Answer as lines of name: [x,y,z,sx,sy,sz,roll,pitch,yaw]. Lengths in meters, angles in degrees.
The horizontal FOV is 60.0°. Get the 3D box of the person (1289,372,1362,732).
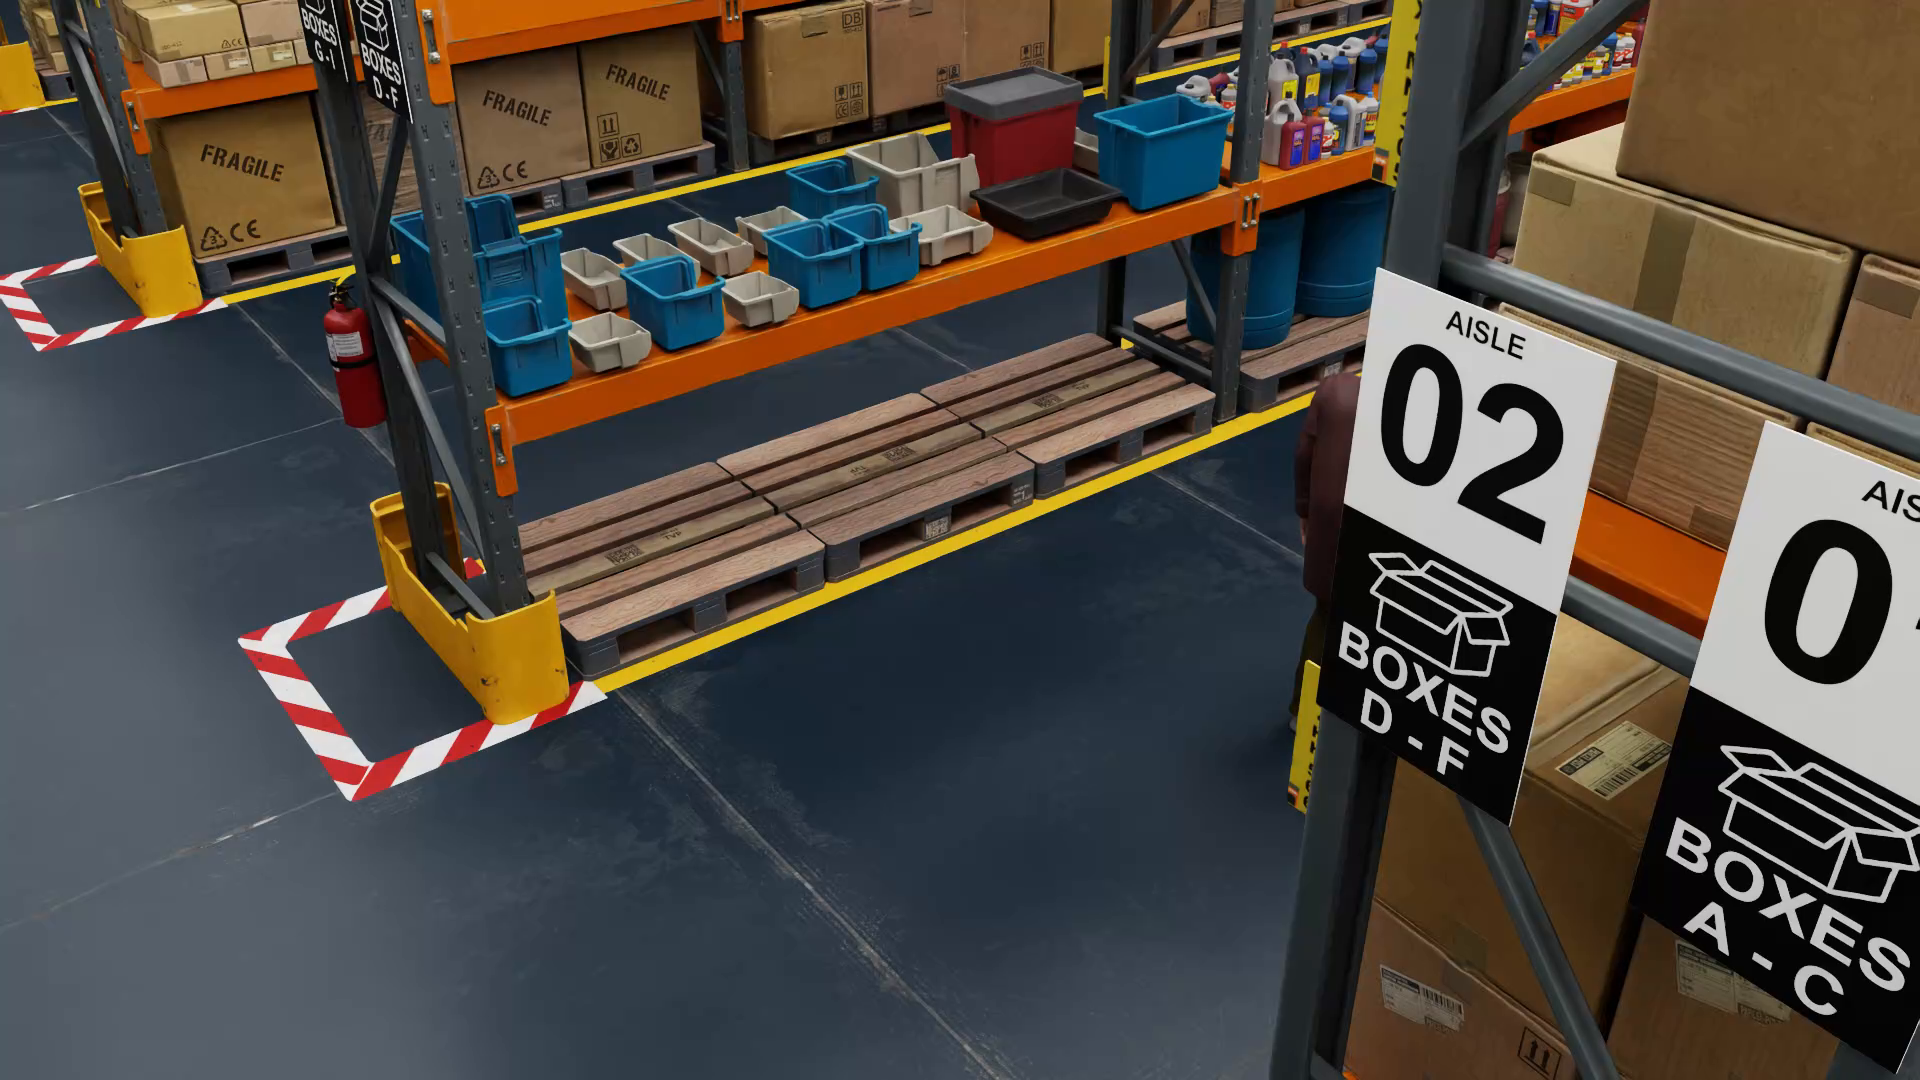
person: [1.502,-0.002,6.155,0.428,1.772,0.638,-24,39,-33]
